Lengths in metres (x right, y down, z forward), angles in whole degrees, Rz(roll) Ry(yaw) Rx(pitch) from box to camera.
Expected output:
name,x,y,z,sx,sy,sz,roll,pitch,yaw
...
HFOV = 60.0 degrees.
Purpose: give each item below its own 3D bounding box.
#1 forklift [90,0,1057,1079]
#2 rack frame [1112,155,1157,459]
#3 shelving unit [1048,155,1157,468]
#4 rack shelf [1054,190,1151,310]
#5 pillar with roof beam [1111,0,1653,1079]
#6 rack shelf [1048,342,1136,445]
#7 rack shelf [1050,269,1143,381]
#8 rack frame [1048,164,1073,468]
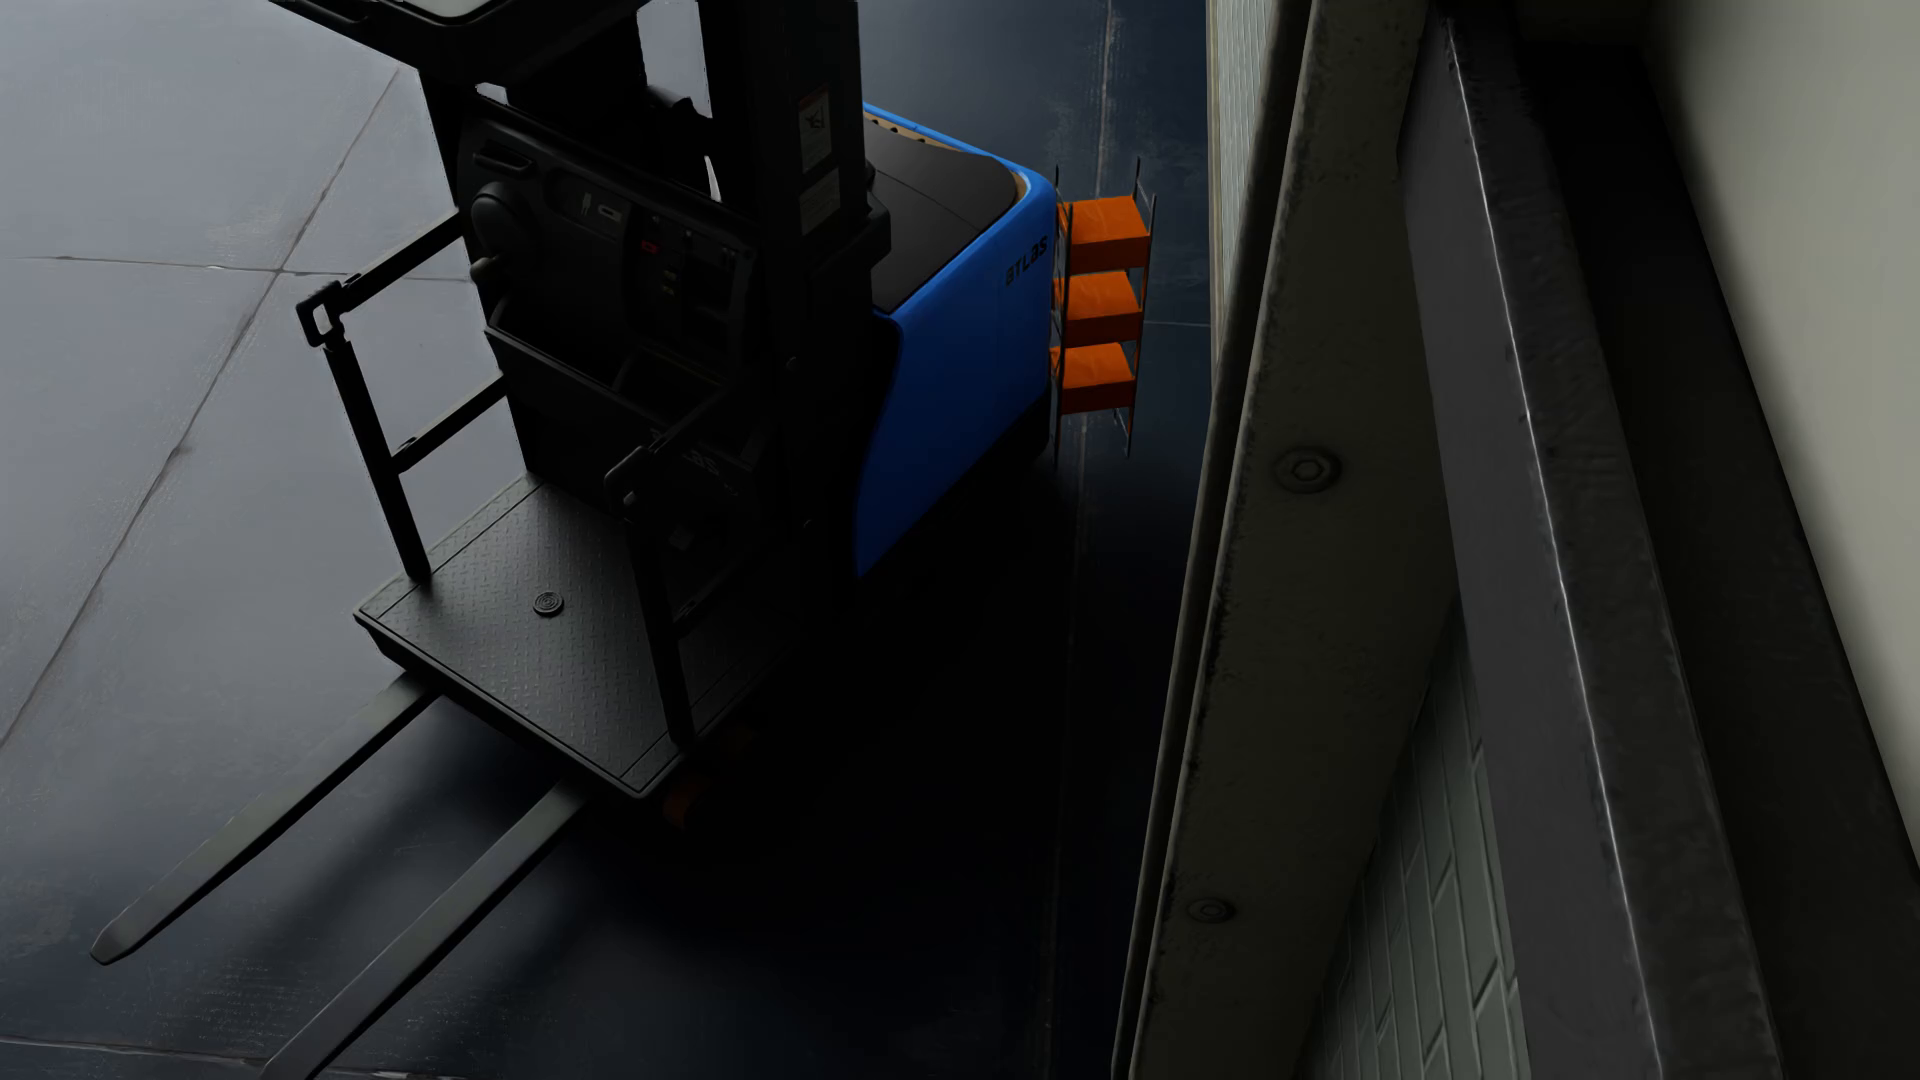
name,x,y,z,sx,sy,sz,roll,pitch,yaw
forklift,-0.968,-0.608,3.820,1.130,2.935,3.031,27,53,23
rack frame,0.538,-0.697,5.176,0.008,1.050,0.200,-8,48,-7
shelving unit,0.418,-0.680,5.160,0.252,1.050,0.215,-8,48,-7
rack shelf,0.418,-0.864,4.959,0.240,0.259,0.215,-8,48,-7
pillar with roof beam,-3.779,-1.896,0.885,9.100,9.000,0.400,4,48,4
rack shelf,0.418,-0.485,5.373,0.240,0.259,0.215,-8,48,-7
rack shelf,0.418,-0.673,5.168,0.240,0.259,0.215,-8,48,-7
rack frame,0.298,-0.663,5.145,0.008,1.050,0.200,-8,48,-7
